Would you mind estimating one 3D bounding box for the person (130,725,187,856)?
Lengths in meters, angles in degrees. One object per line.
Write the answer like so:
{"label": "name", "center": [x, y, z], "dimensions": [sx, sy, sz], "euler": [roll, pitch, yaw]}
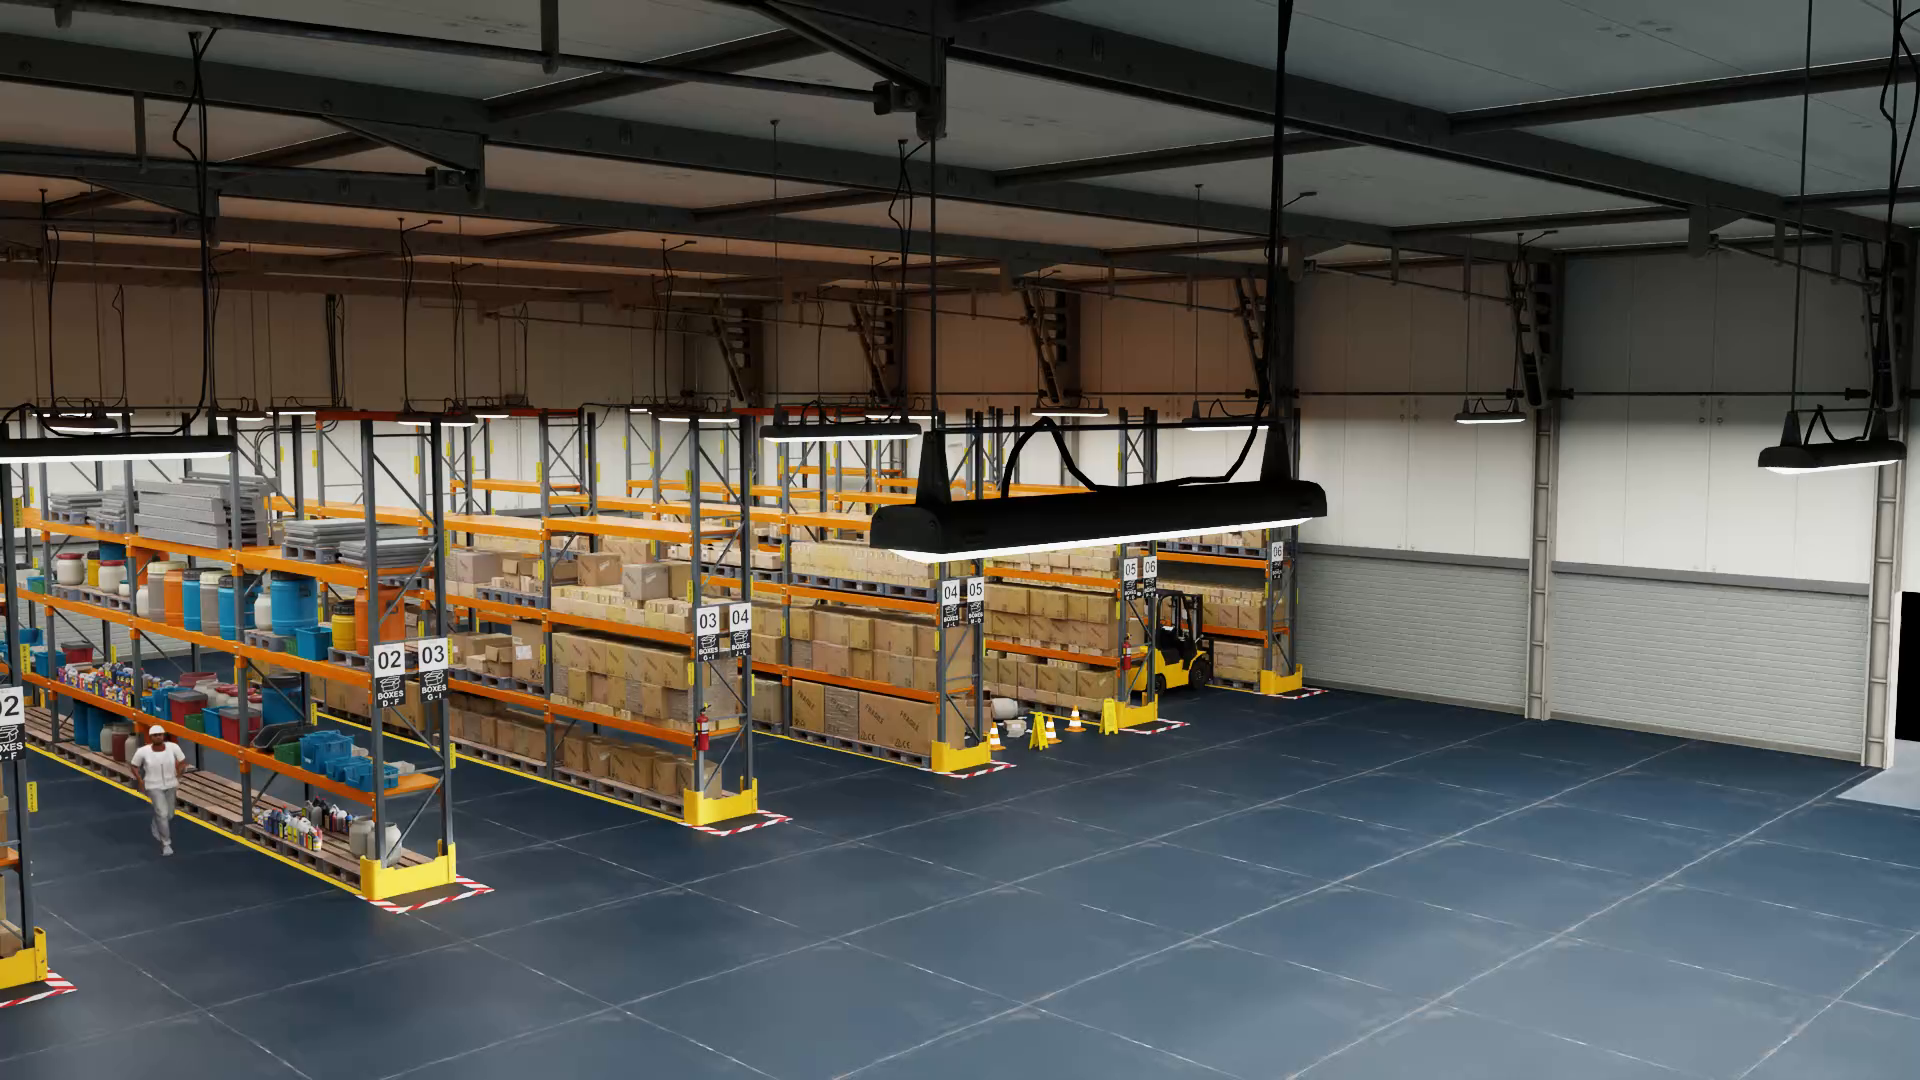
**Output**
{"label": "person", "center": [-11.054, 3.423, 23.015], "dimensions": [0.689, 1.767, 0.852], "euler": [-4, 7, -40]}
